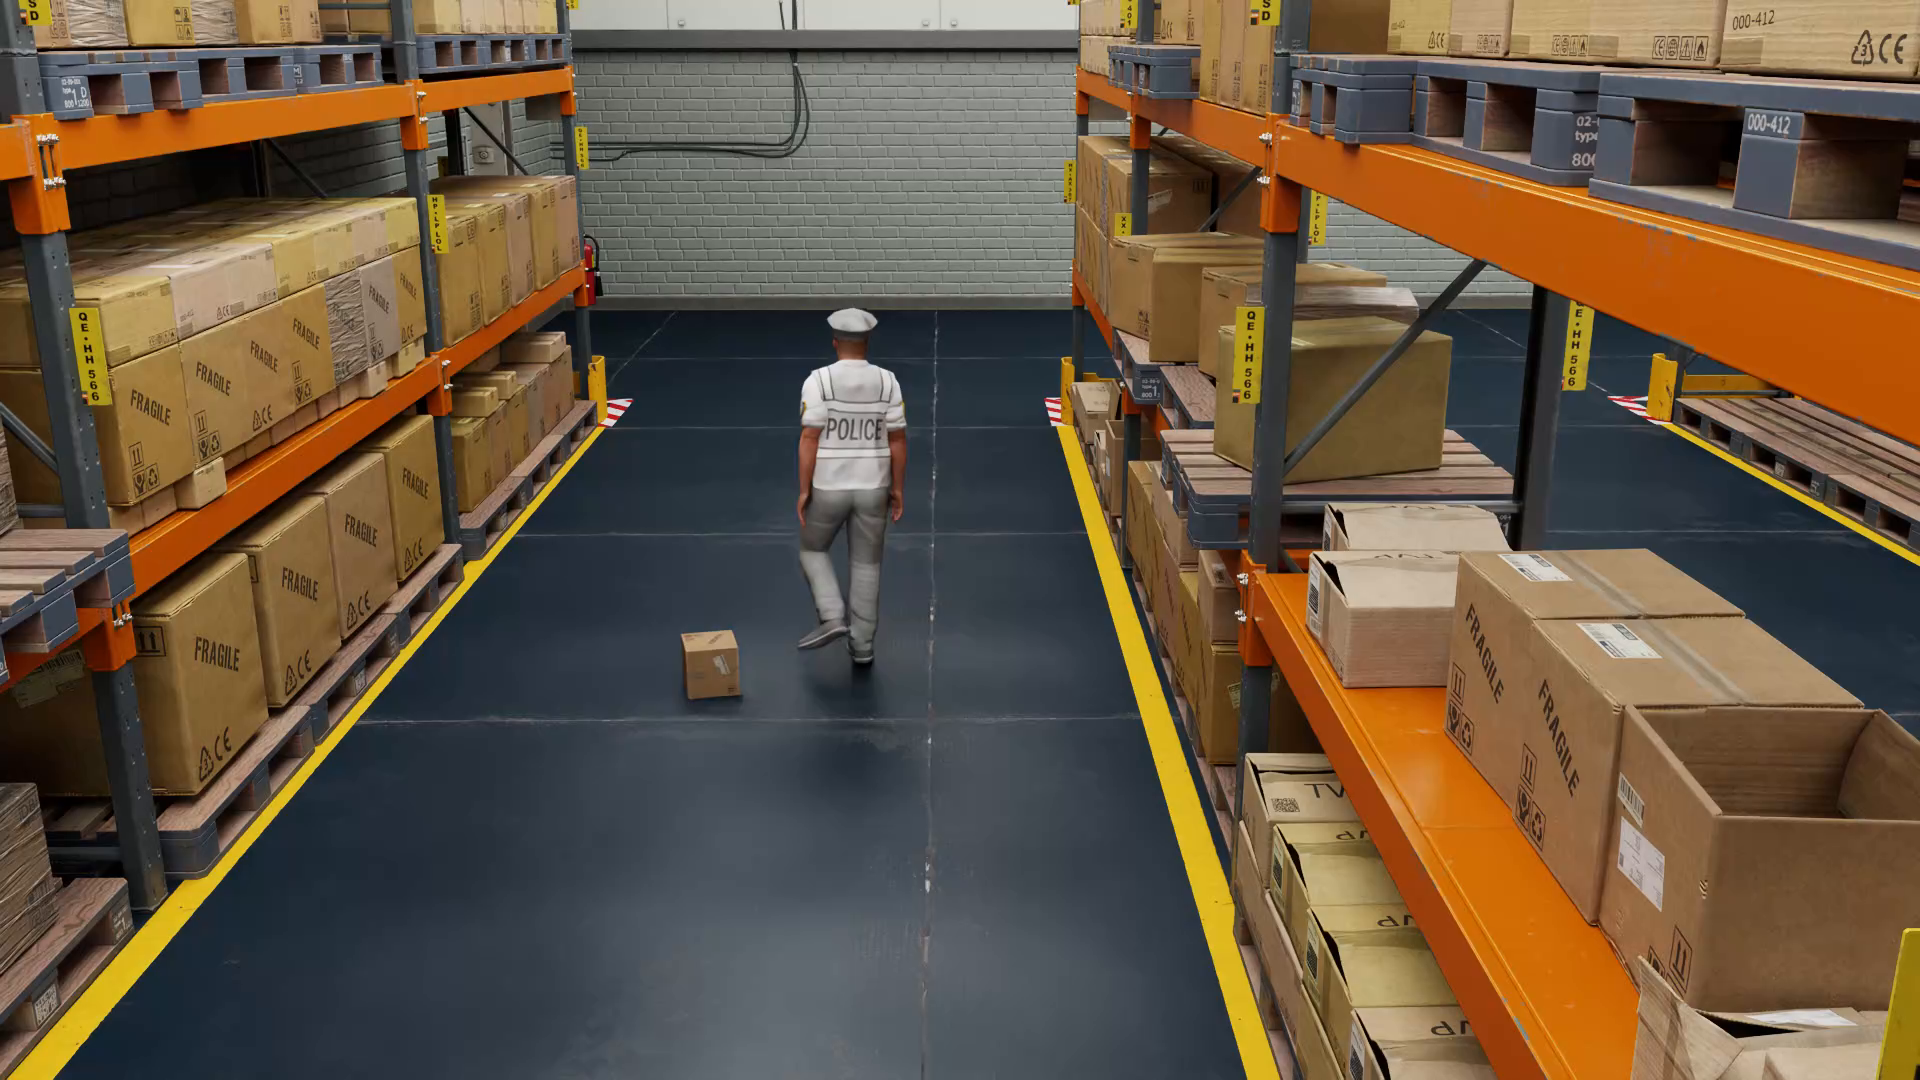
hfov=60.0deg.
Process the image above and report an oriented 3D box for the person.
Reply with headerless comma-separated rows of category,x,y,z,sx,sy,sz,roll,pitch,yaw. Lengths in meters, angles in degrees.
person,-0.550,-0.255,8.309,0.591,1.752,0.484,-4,18,-14
